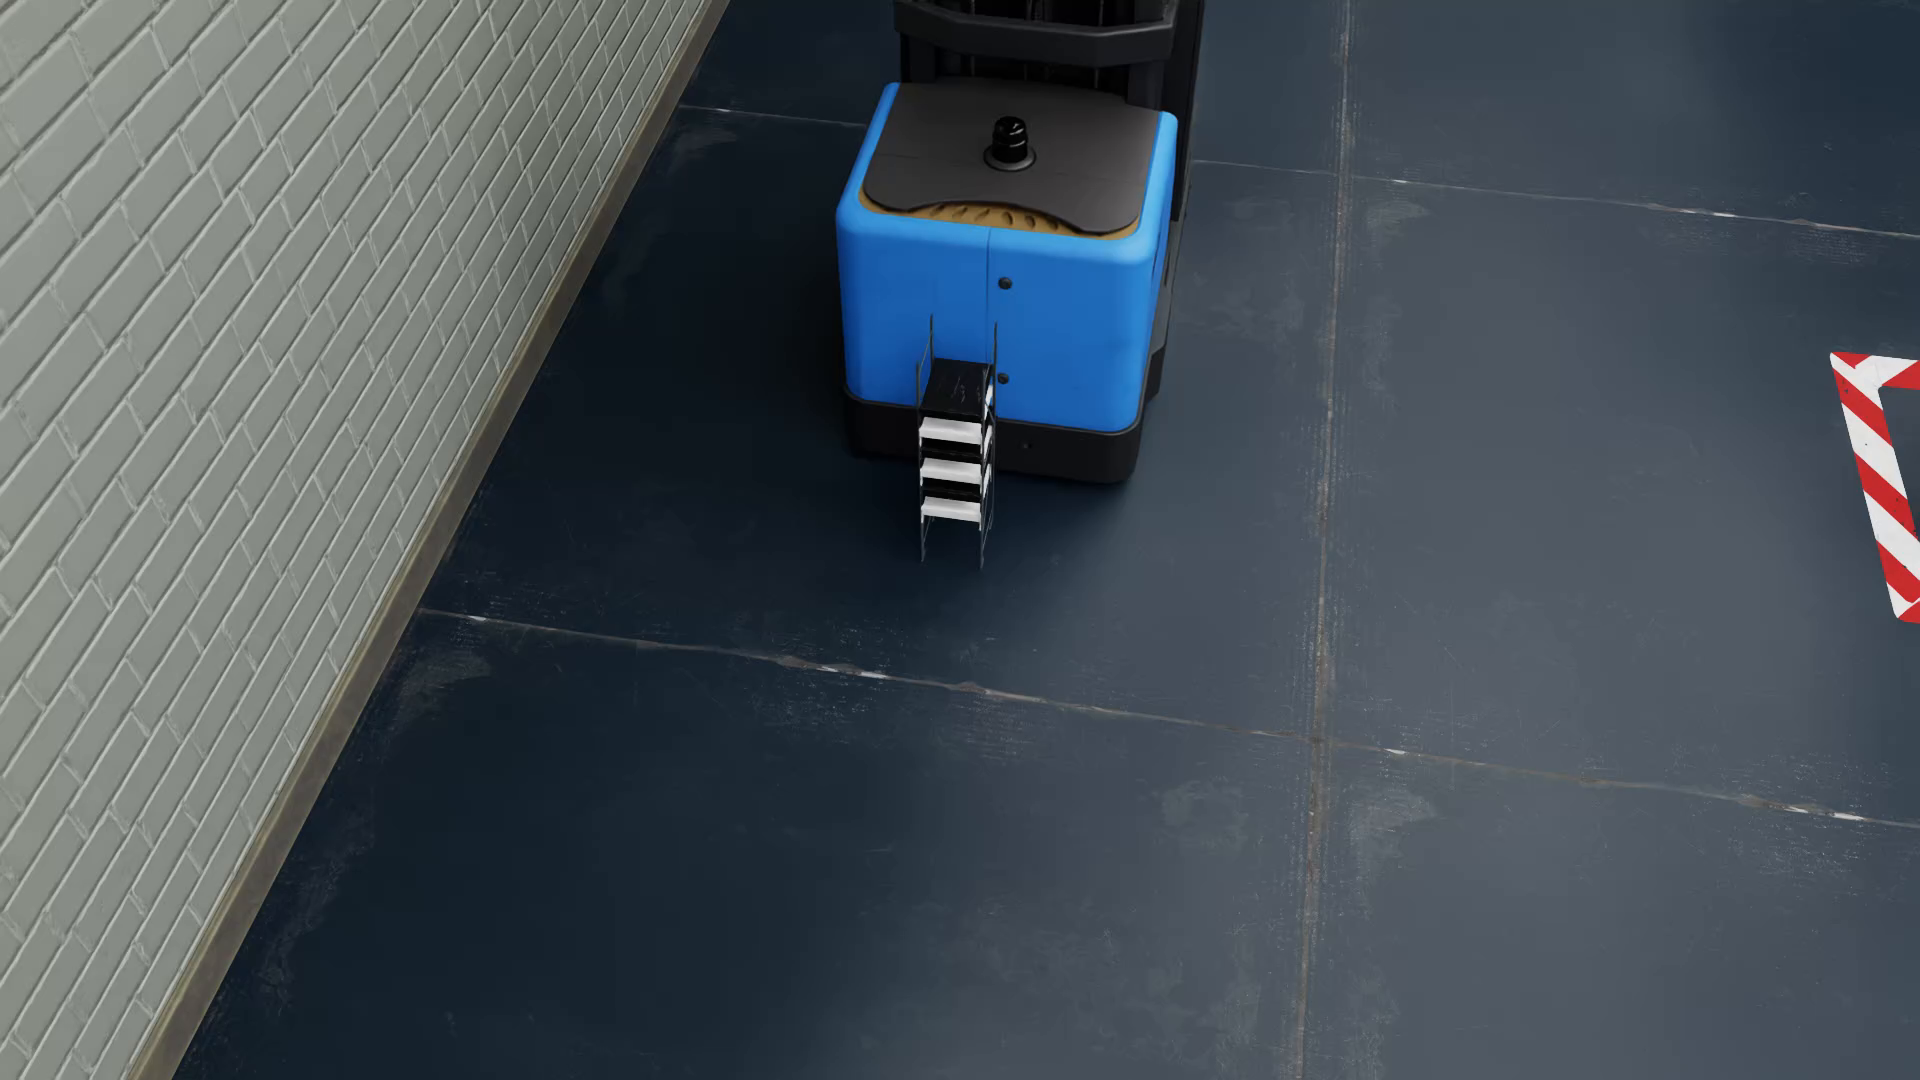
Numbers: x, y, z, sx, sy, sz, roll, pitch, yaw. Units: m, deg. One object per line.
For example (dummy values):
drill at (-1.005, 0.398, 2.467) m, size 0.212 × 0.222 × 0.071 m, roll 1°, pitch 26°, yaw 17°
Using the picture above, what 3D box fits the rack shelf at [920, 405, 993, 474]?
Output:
rack shelf at (-0.008, -0.340, 5.374) m, size 0.200 × 0.077 × 0.258 m, roll 8°, pitch 49°, yaw 7°

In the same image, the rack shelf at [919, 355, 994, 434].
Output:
rack shelf at (-0.008, -0.460, 5.240) m, size 0.200 × 0.077 × 0.258 m, roll 8°, pitch 49°, yaw 7°

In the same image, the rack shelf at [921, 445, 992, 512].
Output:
rack shelf at (-0.008, -0.219, 5.508) m, size 0.200 × 0.077 × 0.258 m, roll 8°, pitch 49°, yaw 7°

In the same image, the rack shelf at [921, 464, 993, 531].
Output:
rack shelf at (-0.008, -0.159, 5.575) m, size 0.200 × 0.077 × 0.258 m, roll 8°, pitch 49°, yaw 7°

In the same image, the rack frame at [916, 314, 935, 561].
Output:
rack frame at (-0.108, -0.315, 5.428) m, size 0.006 × 0.900 × 0.240 m, roll 8°, pitch 49°, yaw 7°

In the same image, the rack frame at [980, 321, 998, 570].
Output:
rack frame at (0.092, -0.288, 5.404) m, size 0.006 × 0.900 × 0.240 m, roll 8°, pitch 49°, yaw 7°

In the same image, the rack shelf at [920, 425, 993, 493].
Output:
rack shelf at (-0.008, -0.280, 5.441) m, size 0.200 × 0.077 × 0.258 m, roll 8°, pitch 49°, yaw 7°

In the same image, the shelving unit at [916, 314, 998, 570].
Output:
shelving unit at (-0.008, -0.302, 5.416) m, size 0.210 × 0.900 × 0.258 m, roll 8°, pitch 49°, yaw 7°

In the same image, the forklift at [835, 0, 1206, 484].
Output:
forklift at (0.371, -2.295, 5.842) m, size 1.130 × 2.935 × 3.031 m, roll 8°, pitch 49°, yaw 7°

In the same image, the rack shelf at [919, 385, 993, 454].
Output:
rack shelf at (-0.008, -0.400, 5.307) m, size 0.200 × 0.077 × 0.258 m, roll 8°, pitch 49°, yaw 7°
